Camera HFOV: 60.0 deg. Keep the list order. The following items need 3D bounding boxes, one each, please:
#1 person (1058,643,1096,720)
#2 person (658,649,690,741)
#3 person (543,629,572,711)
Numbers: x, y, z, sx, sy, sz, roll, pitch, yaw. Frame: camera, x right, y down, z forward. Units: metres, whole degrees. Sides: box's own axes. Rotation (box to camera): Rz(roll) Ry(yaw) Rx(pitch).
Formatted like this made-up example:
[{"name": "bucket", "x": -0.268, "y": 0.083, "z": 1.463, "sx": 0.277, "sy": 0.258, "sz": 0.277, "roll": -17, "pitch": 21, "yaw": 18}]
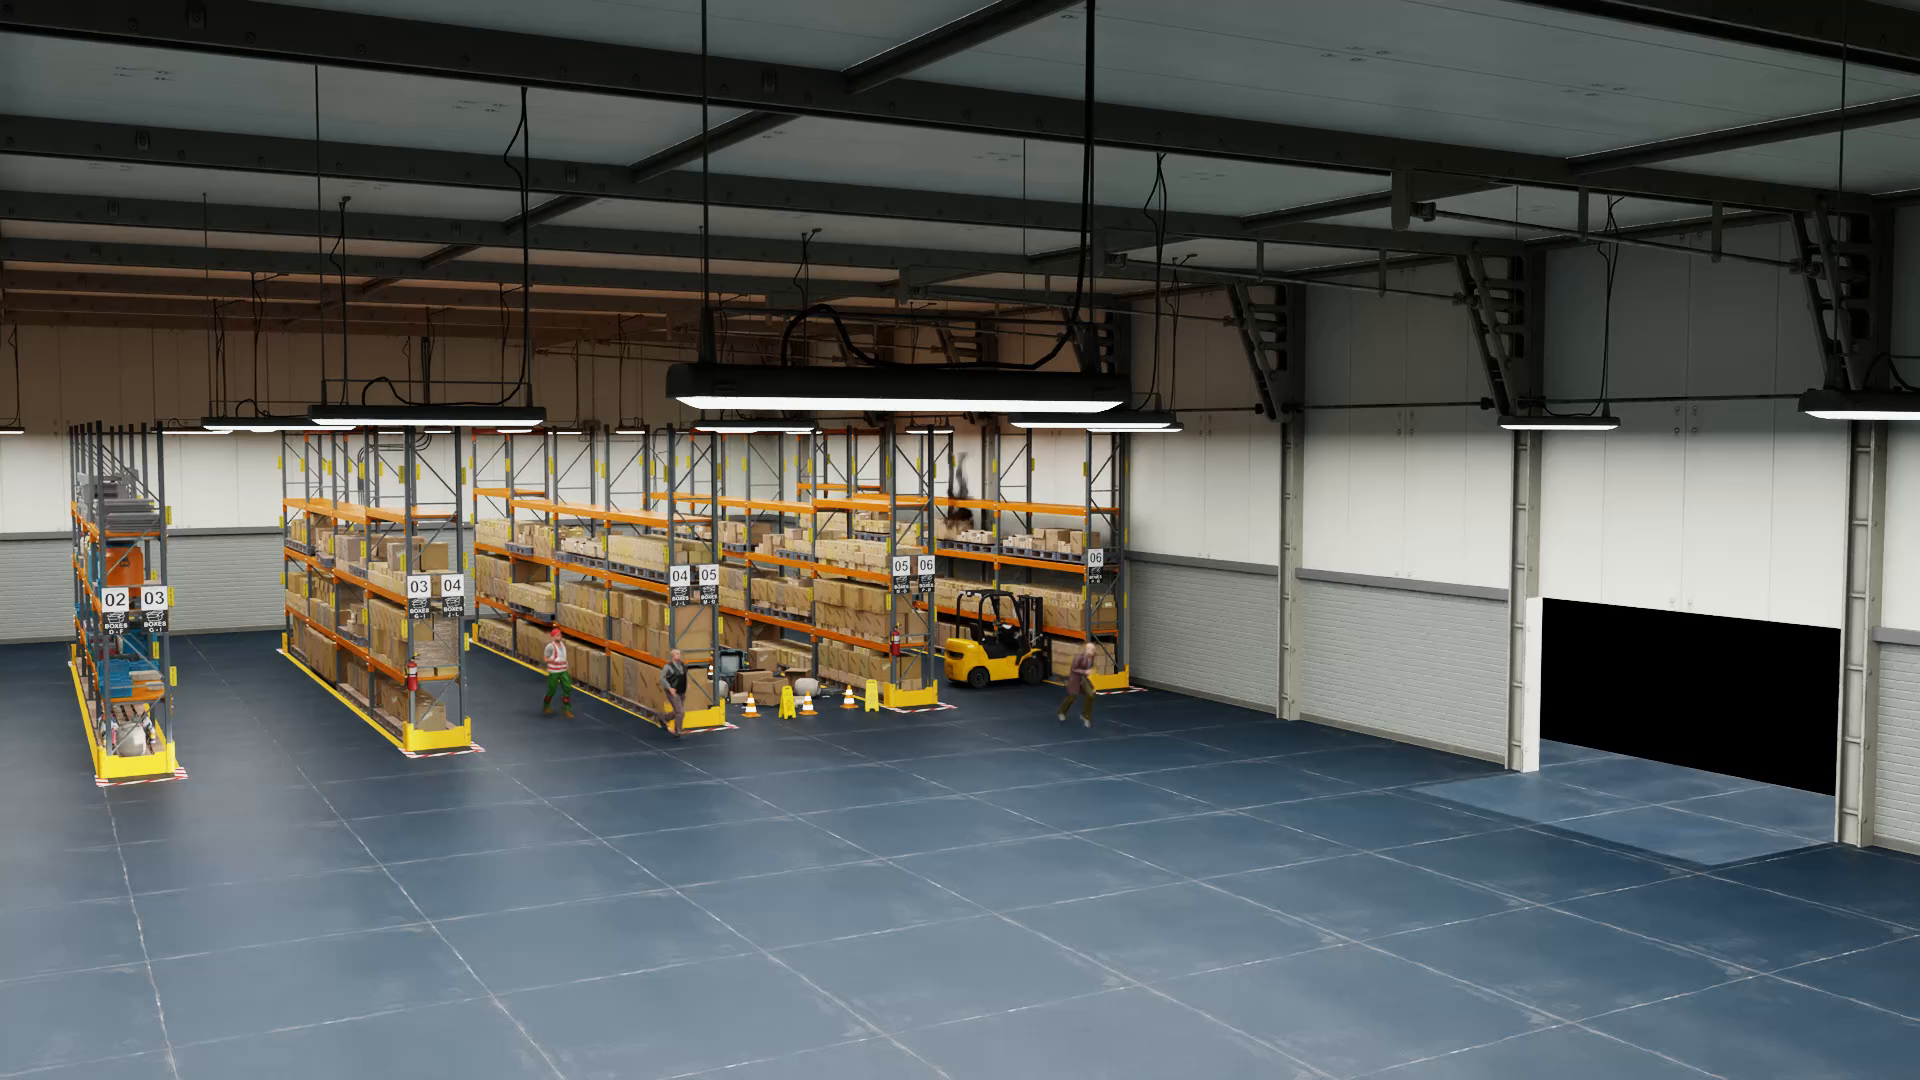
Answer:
[{"name": "person", "x": 2.358, "y": 2.775, "z": 33.064, "sx": 0.752, "sy": 1.540, "sz": 1.038, "roll": -3, "pitch": 5, "yaw": -42}, {"name": "person", "x": -5.463, "y": 2.926, "z": 31.596, "sx": 0.760, "sy": 1.735, "sz": 0.654, "roll": 2, "pitch": 4, "yaw": 32}, {"name": "person", "x": -8.209, "y": 2.649, "z": 34.007, "sx": 0.795, "sy": 1.697, "sz": 0.496, "roll": 3, "pitch": 5, "yaw": 40}]
